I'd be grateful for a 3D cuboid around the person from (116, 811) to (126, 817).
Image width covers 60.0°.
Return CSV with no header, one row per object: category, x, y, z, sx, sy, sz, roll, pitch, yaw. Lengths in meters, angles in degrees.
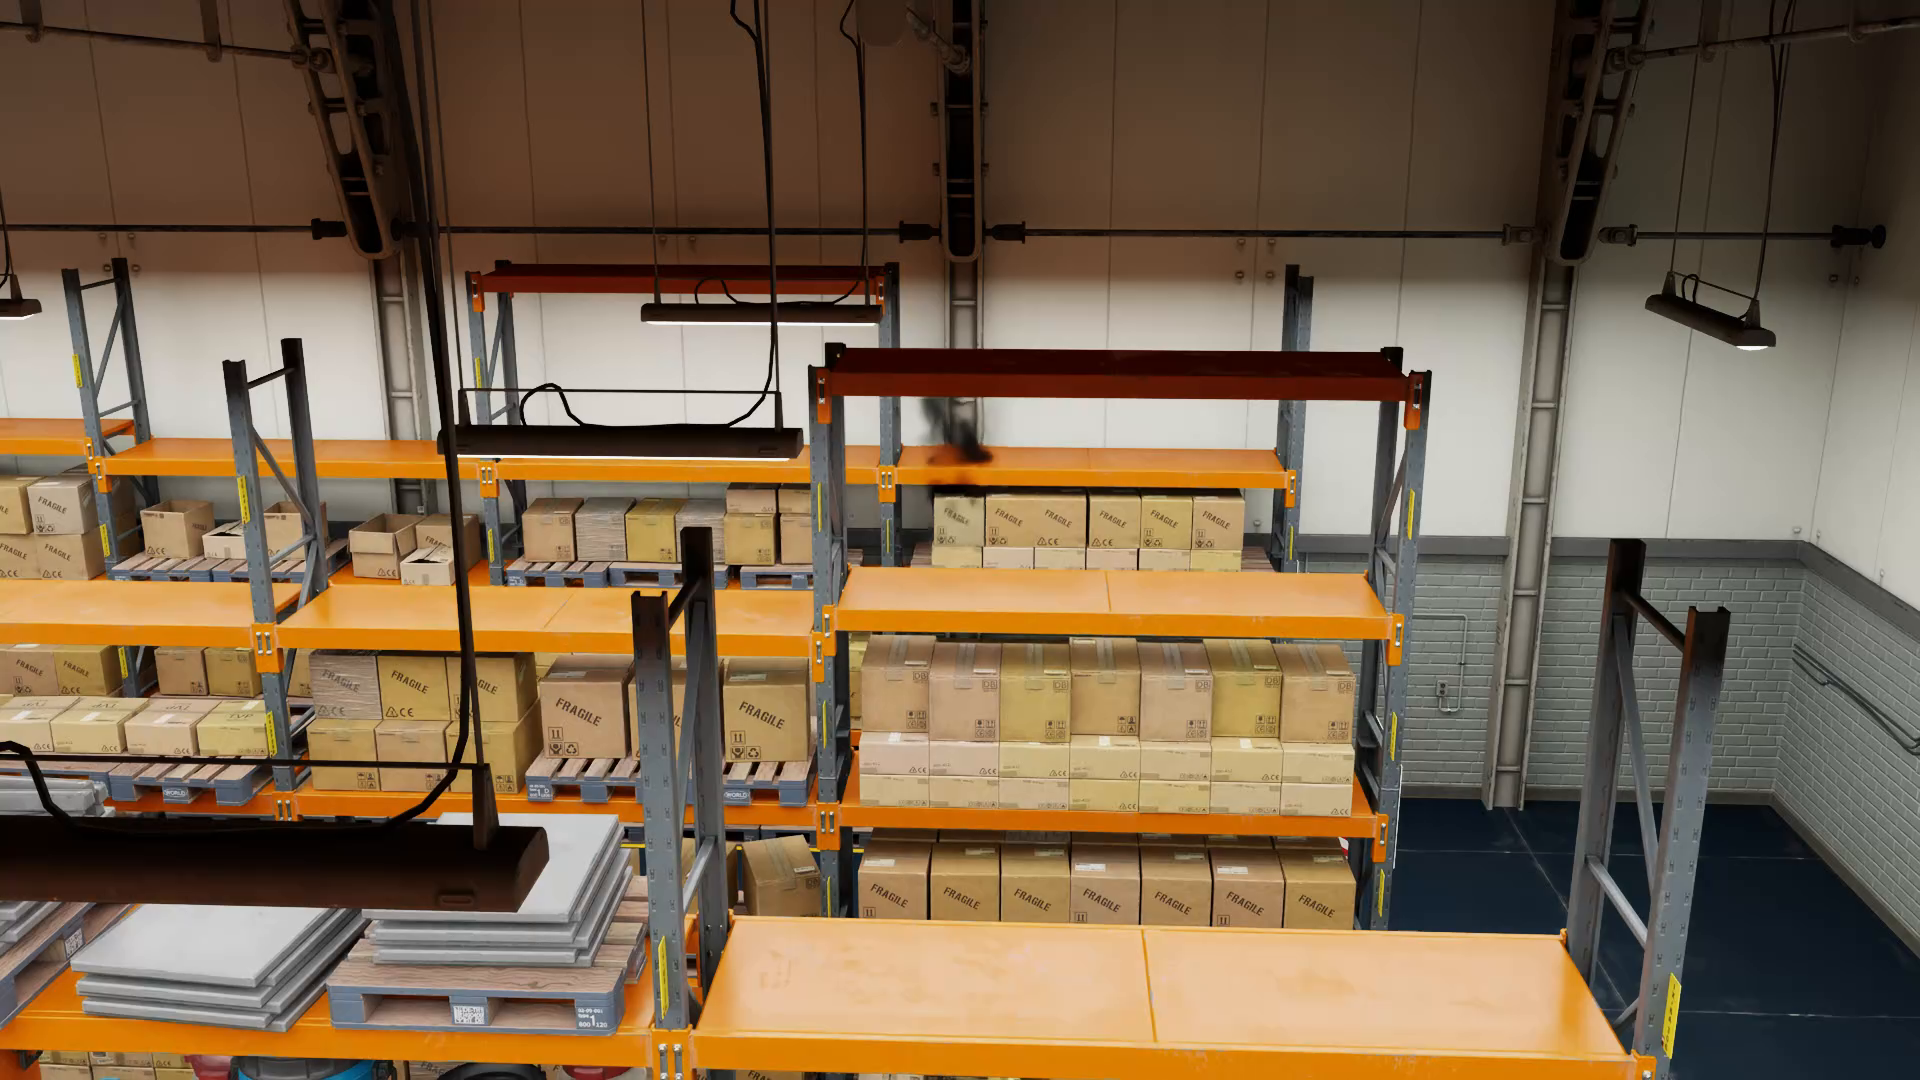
person,-7.444,3.116,14.800,0.636,1.735,0.709,1,16,2
